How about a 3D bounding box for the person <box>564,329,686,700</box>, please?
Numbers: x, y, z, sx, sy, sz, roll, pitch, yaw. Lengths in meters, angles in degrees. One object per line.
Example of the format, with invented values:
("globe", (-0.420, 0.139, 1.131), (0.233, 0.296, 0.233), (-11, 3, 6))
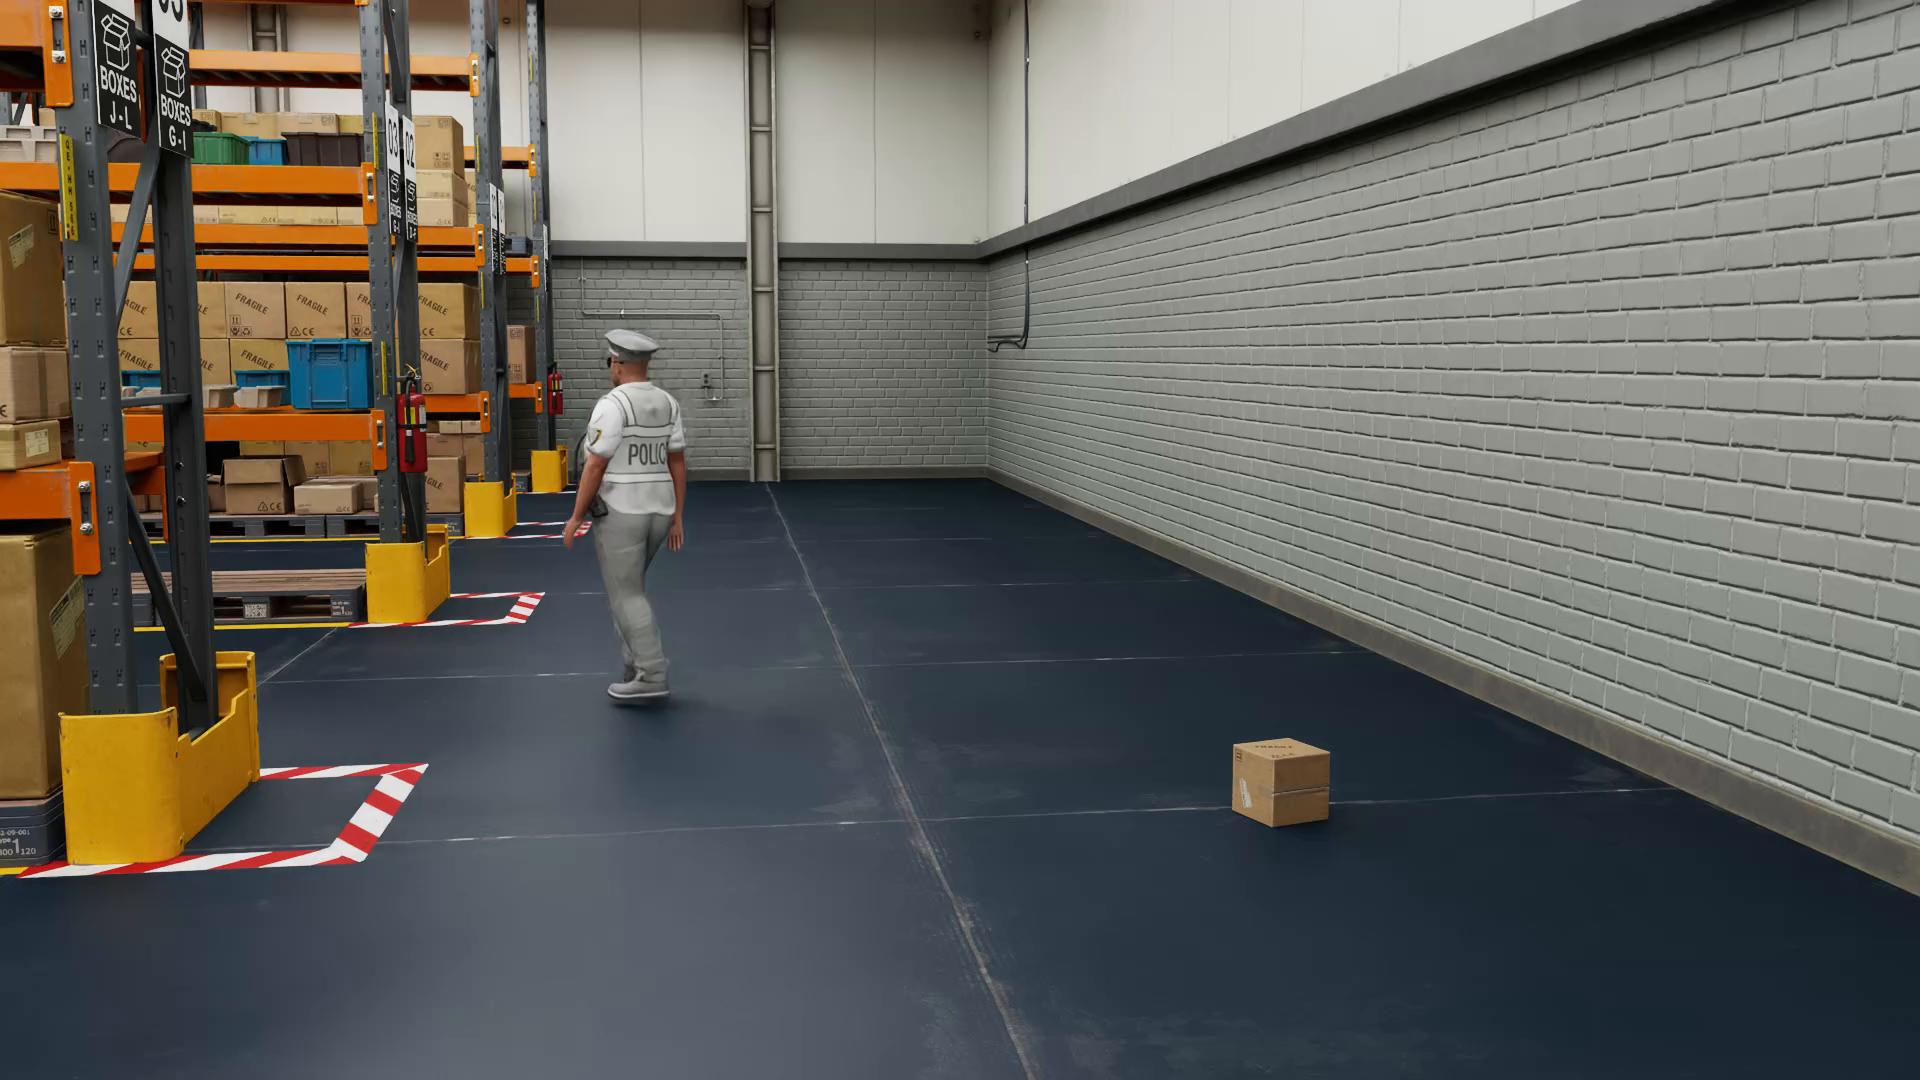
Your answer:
("person", (-1.602, -0.082, 7.956), (0.510, 1.843, 0.548), (3, 7, 28))
